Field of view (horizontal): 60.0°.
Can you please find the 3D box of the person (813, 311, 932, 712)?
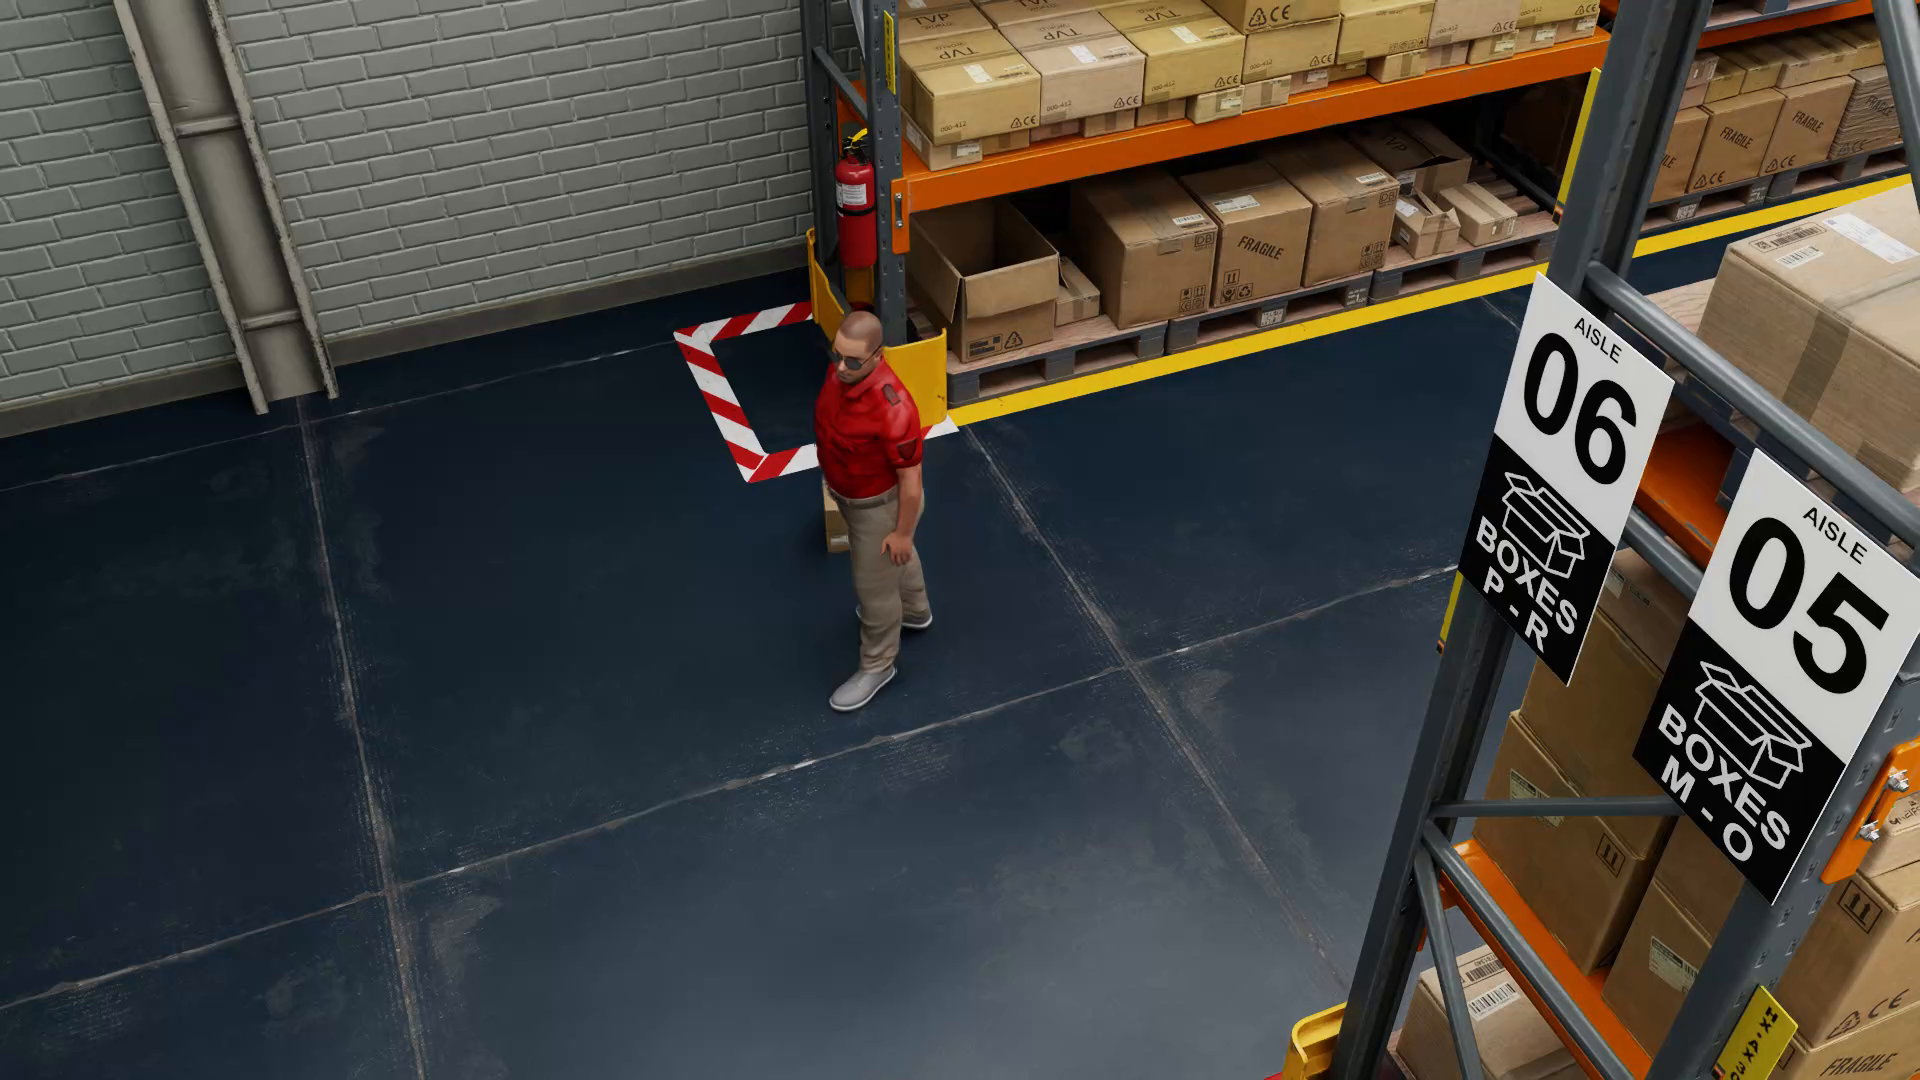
[{"bbox_3d":[-0.341,-0.159,6.345,0.565,1.728,0.568,-16,44,-18],"label":"person"}]
